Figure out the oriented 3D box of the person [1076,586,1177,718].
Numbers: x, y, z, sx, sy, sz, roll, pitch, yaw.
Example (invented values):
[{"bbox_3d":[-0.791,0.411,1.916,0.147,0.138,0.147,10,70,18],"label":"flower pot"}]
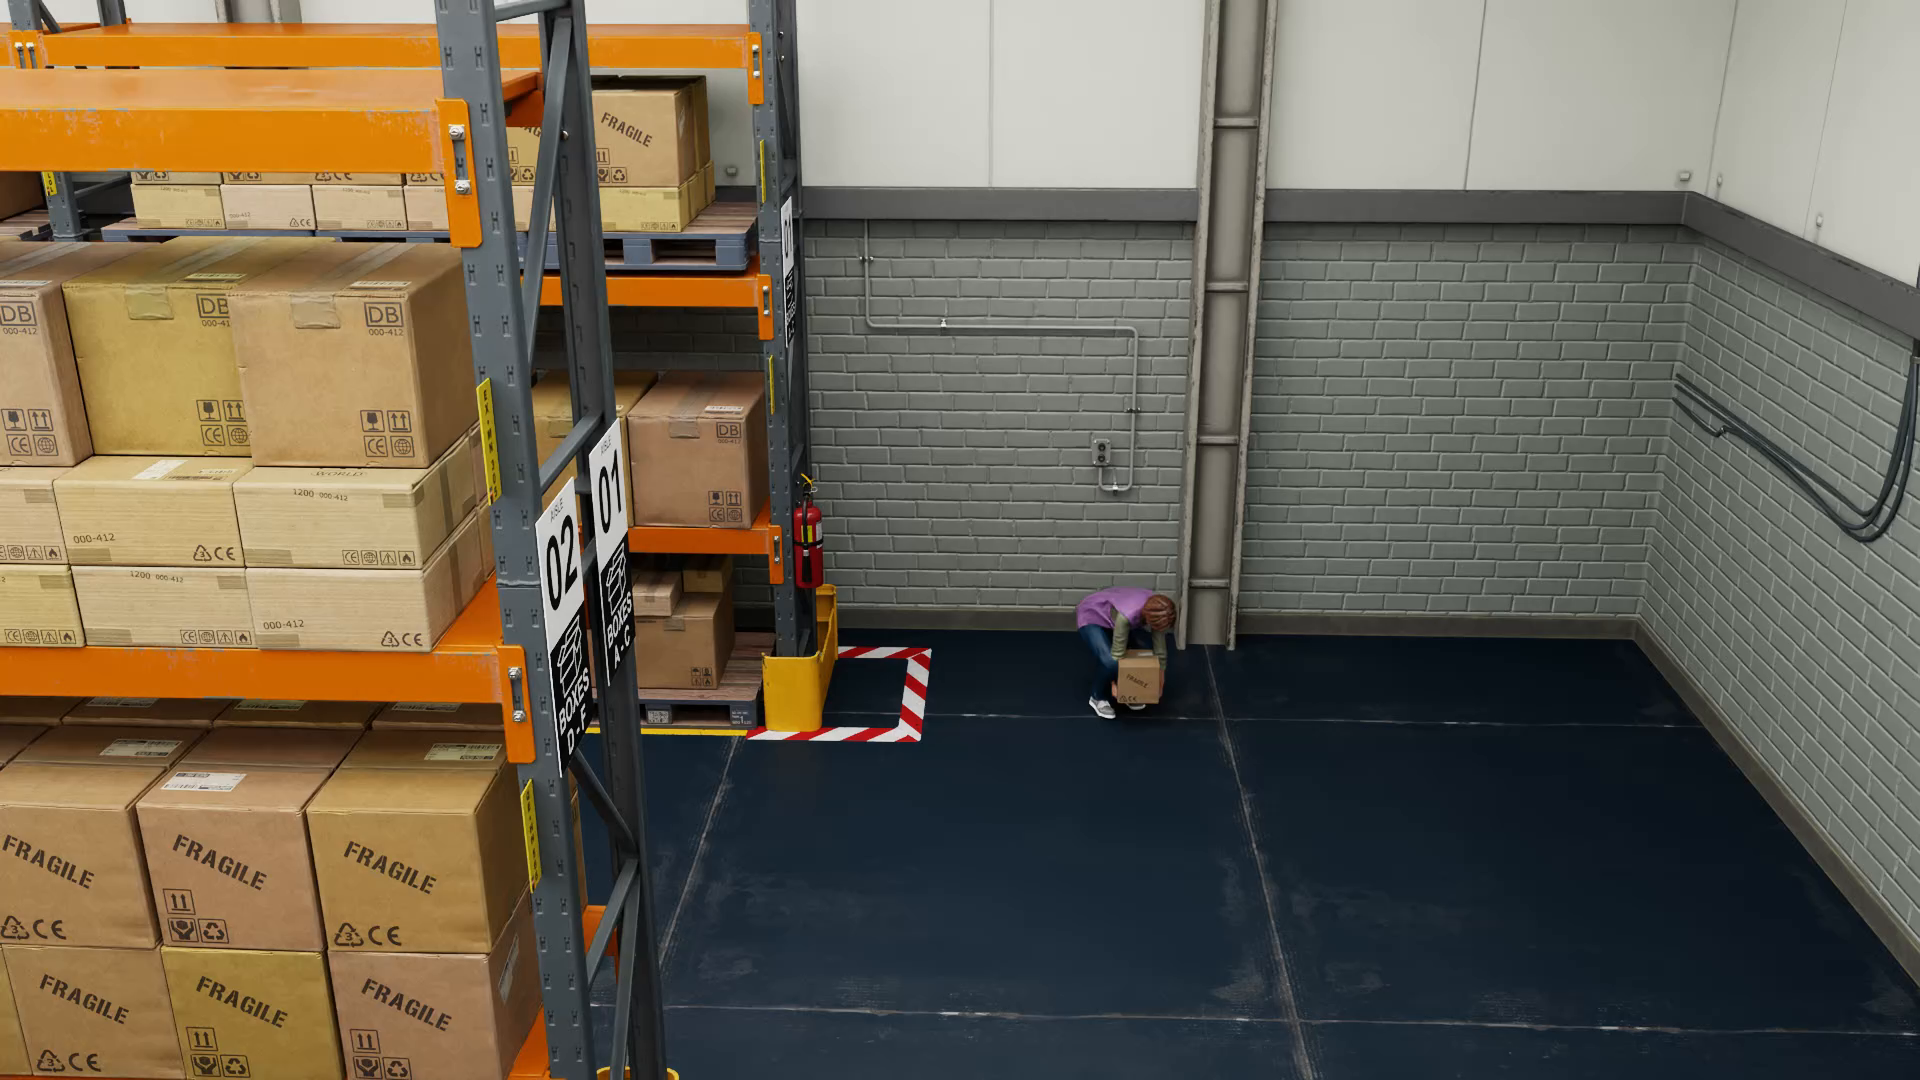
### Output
[{"bbox_3d":[1.040,0.673,10.298,0.426,0.921,0.817,-11,24,-26],"label":"person"}]
